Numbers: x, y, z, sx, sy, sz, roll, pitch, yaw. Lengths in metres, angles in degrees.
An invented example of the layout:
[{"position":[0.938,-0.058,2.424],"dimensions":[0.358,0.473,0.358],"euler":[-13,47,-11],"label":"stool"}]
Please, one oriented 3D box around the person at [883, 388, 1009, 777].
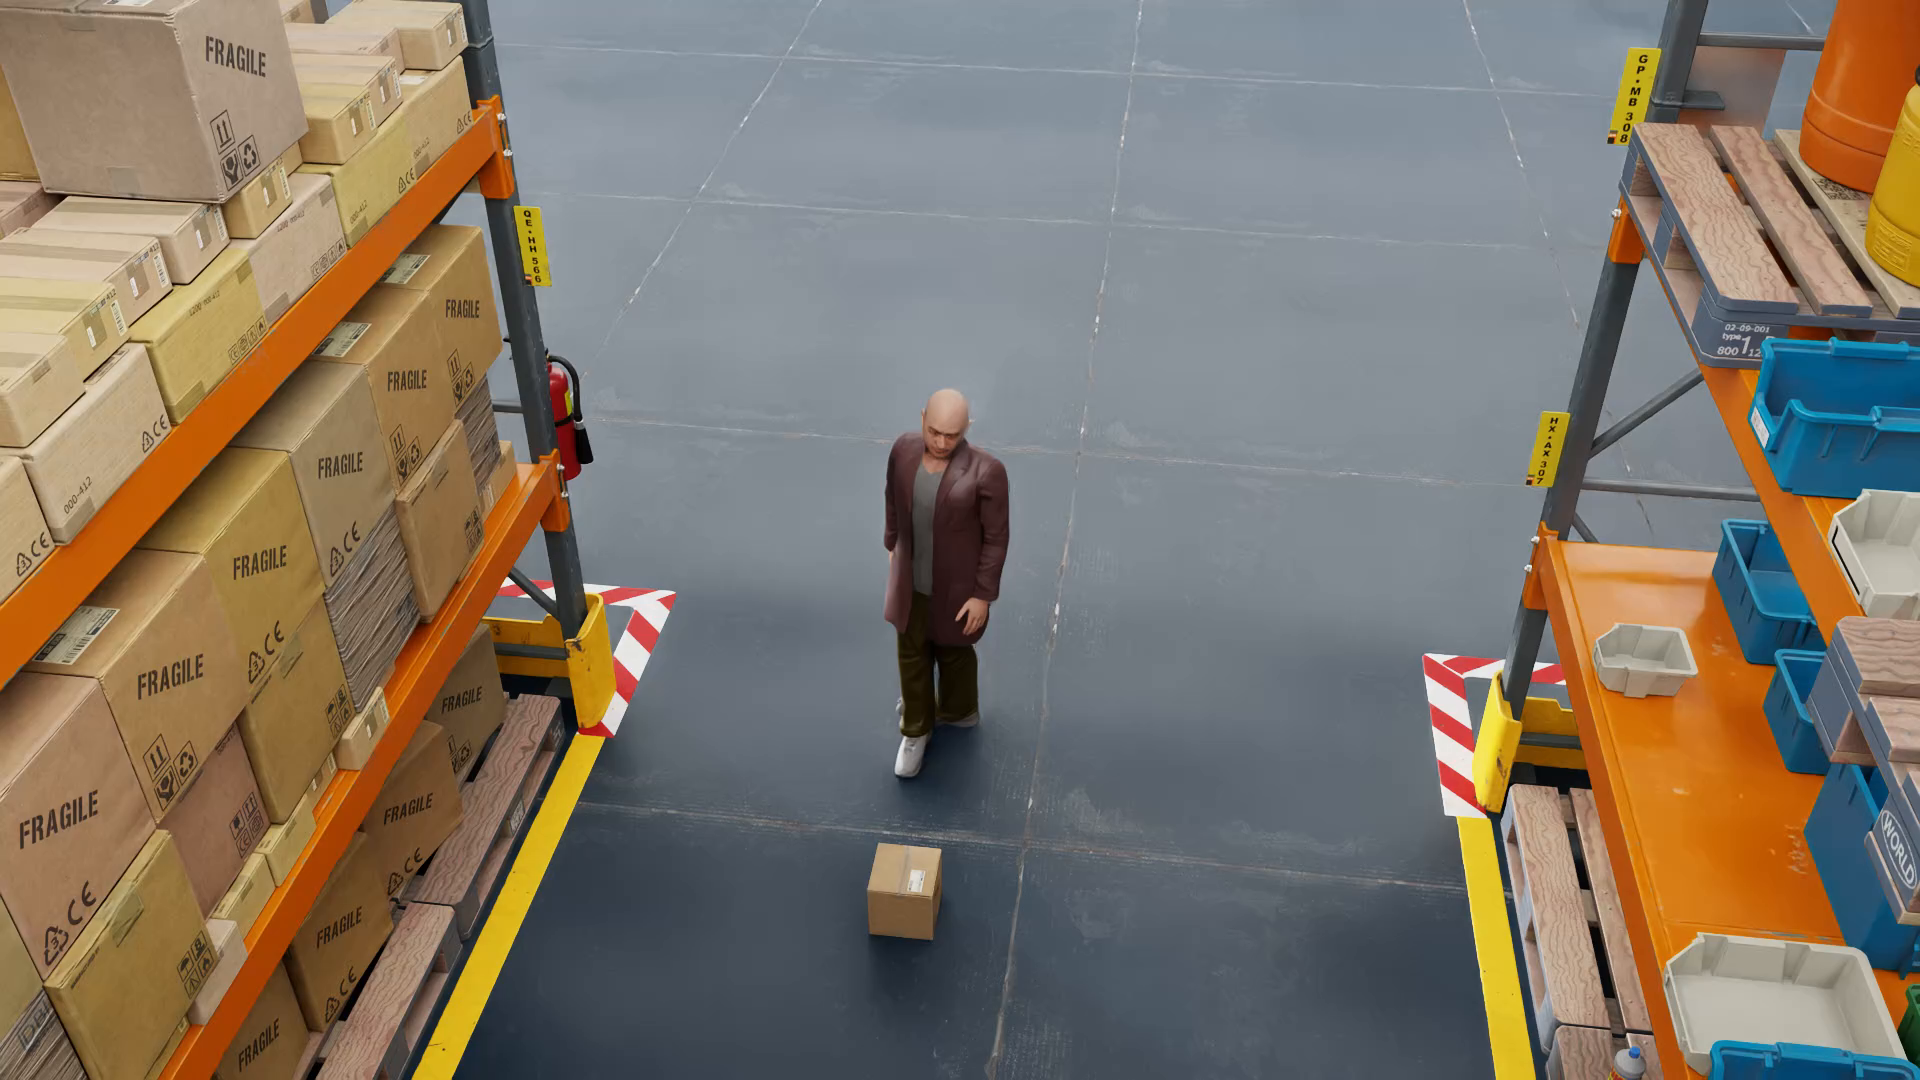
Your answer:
[{"position":[-0.136,0.176,6.808],"dimensions":[0.629,1.774,0.550],"euler":[23,41,28],"label":"person"}]
